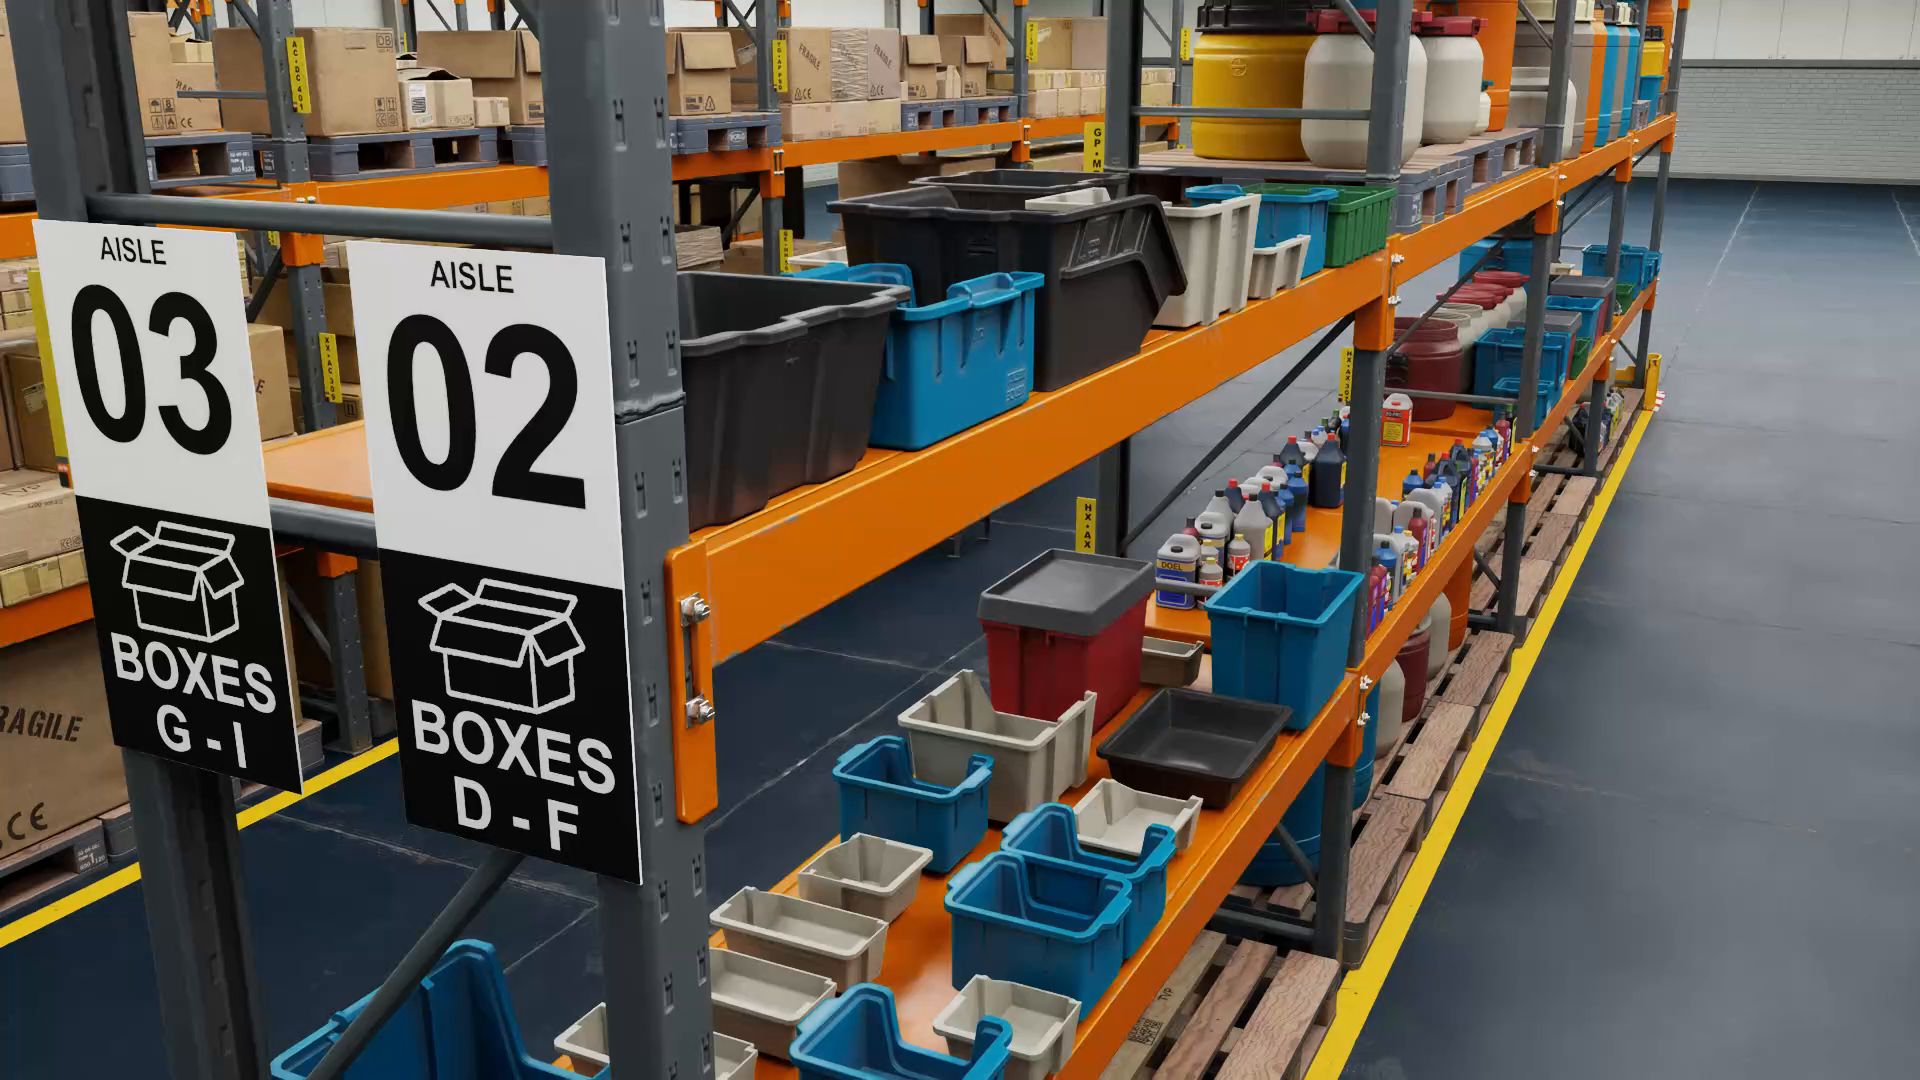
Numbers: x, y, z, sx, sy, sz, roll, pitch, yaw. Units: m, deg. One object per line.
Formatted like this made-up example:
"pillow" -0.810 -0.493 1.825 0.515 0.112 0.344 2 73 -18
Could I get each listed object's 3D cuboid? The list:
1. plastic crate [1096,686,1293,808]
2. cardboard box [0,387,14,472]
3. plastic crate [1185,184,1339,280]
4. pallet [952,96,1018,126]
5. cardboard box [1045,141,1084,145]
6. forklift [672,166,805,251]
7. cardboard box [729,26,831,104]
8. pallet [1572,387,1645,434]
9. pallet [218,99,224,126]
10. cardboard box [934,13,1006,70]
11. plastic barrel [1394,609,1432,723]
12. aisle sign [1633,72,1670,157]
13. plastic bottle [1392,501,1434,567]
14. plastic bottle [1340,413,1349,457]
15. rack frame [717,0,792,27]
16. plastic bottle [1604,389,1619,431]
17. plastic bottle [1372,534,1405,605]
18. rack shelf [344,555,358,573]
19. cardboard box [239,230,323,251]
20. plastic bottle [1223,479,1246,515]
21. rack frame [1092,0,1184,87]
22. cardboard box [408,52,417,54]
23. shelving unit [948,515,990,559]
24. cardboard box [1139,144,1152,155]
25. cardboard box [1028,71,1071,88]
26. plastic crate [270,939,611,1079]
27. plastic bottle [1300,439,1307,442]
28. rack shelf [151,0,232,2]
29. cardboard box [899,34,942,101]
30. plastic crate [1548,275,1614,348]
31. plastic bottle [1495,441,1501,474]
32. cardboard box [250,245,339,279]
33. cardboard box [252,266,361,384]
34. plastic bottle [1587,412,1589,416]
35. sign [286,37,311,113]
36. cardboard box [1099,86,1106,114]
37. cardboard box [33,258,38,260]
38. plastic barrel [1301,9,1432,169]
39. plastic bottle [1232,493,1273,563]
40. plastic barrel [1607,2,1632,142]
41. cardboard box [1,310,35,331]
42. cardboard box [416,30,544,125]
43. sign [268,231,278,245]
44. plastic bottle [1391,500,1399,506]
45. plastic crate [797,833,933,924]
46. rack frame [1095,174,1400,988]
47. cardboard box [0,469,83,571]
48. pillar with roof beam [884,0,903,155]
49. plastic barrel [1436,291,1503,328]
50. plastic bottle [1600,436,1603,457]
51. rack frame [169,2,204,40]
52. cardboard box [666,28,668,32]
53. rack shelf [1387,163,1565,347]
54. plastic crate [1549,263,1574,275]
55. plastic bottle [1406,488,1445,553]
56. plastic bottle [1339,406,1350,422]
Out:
"plastic crate" 0.715 0.627 5.022 0.437 0.125 0.590 8 18 25
"cardboard box" -4.354 -0.508 6.892 0.500 0.500 0.500 7 18 24
"plastic crate" 0.853 -0.880 4.745 0.416 0.233 0.300 8 18 25
"pallet" -0.253 -3.667 14.164 1.213 0.211 1.003 8 18 25
"cardboard box" 1.186 -3.920 17.499 0.500 0.500 0.500 8 18 25
"forklift" -2.020 -2.162 14.155 1.130 2.935 3.031 7 18 23
"cardboard box" -1.229 -3.257 11.399 0.500 0.500 0.500 8 18 26
"pallet" 5.977 -1.283 15.975 1.003 0.211 1.213 8 18 25
"pallet" -5.821 -3.619 14.004 1.213 0.211 1.003 9 19 28
"cardboard box" 0.091 -4.478 14.989 0.500 0.500 0.500 8 18 24
"plastic barrel" 2.054 0.555 8.385 0.600 0.588 0.708 8 18 25
"aisle sign" 6.635 -4.078 15.922 0.394 0.787 0.004 8 18 25
"plastic bottle" 1.936 -0.041 7.112 0.152 0.276 0.135 8 18 25
"plastic bottle" 2.051 -0.532 8.772 0.097 0.271 0.097 0 17 0
"rack frame" -2.486 -7.014 19.836 1.000 3.000 0.127 8 18 25
"plastic bottle" 5.639 -1.130 14.442 0.144 0.351 0.185 9 19 28
"plastic bottle" 1.686 0.102 6.631 0.152 0.276 0.135 8 18 25
"rack shelf" -2.563 -0.590 10.005 1.077 0.370 4.000 8 18 25
"cardboard box" -5.852 -2.741 14.054 0.700 0.500 0.500 8 18 25
"plastic bottle" 1.175 -0.094 7.160 0.144 0.351 0.185 8 18 25
"rack frame" 1.906 -6.358 17.625 1.000 3.000 0.127 8 18 25
"cardboard box" -7.094 -6.191 21.371 0.380 0.149 0.250 8 18 25
"shelving unit" -0.074 -0.964 11.583 0.431 2.100 0.503 8 18 25
"cardboard box" 1.663 -3.852 17.271 0.500 0.500 0.500 8 18 25
"cardboard box" 0.809 -4.275 15.443 0.380 0.149 0.250 9 19 27
"plastic crate" -0.830 1.069 2.989 0.616 0.435 0.499 8 18 25
"plastic bottle" 1.687 -0.363 8.204 0.097 0.271 0.097 0 17 0
"rack shelf" -6.955 -3.931 11.419 1.077 0.370 4.000 8 18 25
"cardboard box" -0.601 -3.804 13.378 0.797 0.503 0.637 9 19 28
"plastic crate" 4.607 -1.701 12.371 0.402 0.464 0.583 8 18 25
"plastic bottle" 2.748 -0.451 8.623 0.097 0.201 0.097 0 17 0
"cardboard box" -5.619 -2.229 14.085 0.500 0.500 0.500 8 18 26
"cardboard box" -3.178 -1.118 8.582 0.797 0.503 0.637 8 18 24
"plastic bottle" 5.238 -0.941 13.943 0.097 0.271 0.097 0 17 0
"sign" -2.959 -2.079 7.439 0.100 0.325 0.005 8 18 25
"cardboard box" 1.240 -4.307 16.252 0.500 0.250 0.500 8 18 24
"cardboard box" -6.450 -1.955 11.996 0.380 0.149 0.250 9 19 28
"plastic barrel" 1.434 -1.602 5.904 0.433 0.535 0.433 0 17 0
"plastic bottle" 1.221 -0.029 6.940 0.144 0.351 0.185 8 18 25
"plastic barrel" 4.224 -3.187 11.338 0.600 0.901 0.600 0 17 0
"cardboard box" -6.682 -1.538 11.638 0.380 0.149 0.250 8 18 24
"cardboard box" -2.563 -2.610 9.356 0.797 0.503 0.637 8 18 25
"sign" -5.572 -2.551 13.451 0.100 0.325 0.005 8 18 25
"plastic bottle" 1.920 -0.075 7.359 0.097 0.201 0.097 0 17 0
"plastic crate" -0.250 0.867 4.195 0.298 0.136 0.250 8 18 25
"rack frame" 0.975 0.205 6.066 1.000 3.000 0.127 8 18 25
"cardboard box" -3.876 -0.088 6.793 0.500 0.250 0.500 9 19 26
"pillar with roof beam" 2.056 -13.752 42.520 9.100 9.000 0.400 8 18 25
"plastic barrel" 3.404 -1.385 11.181 0.433 0.535 0.433 0 17 0
"plastic bottle" 5.175 -0.779 13.523 0.097 0.201 0.097 0 17 0
"rack frame" -11.402 -8.249 23.993 1.000 3.000 0.127 8 18 25
"cardboard box" -3.240 -5.443 17.939 0.380 0.149 0.250 8 18 25
"rack shelf" 1.868 -1.398 7.457 1.077 0.370 4.000 8 18 25
"plastic crate" 5.649 -2.538 15.765 0.298 0.136 0.250 8 18 25
"plastic bottle" 2.040 -0.100 7.311 0.152 0.276 0.135 8 18 25
"plastic bottle" 2.073 -0.568 8.885 0.152 0.276 0.135 8 18 25
